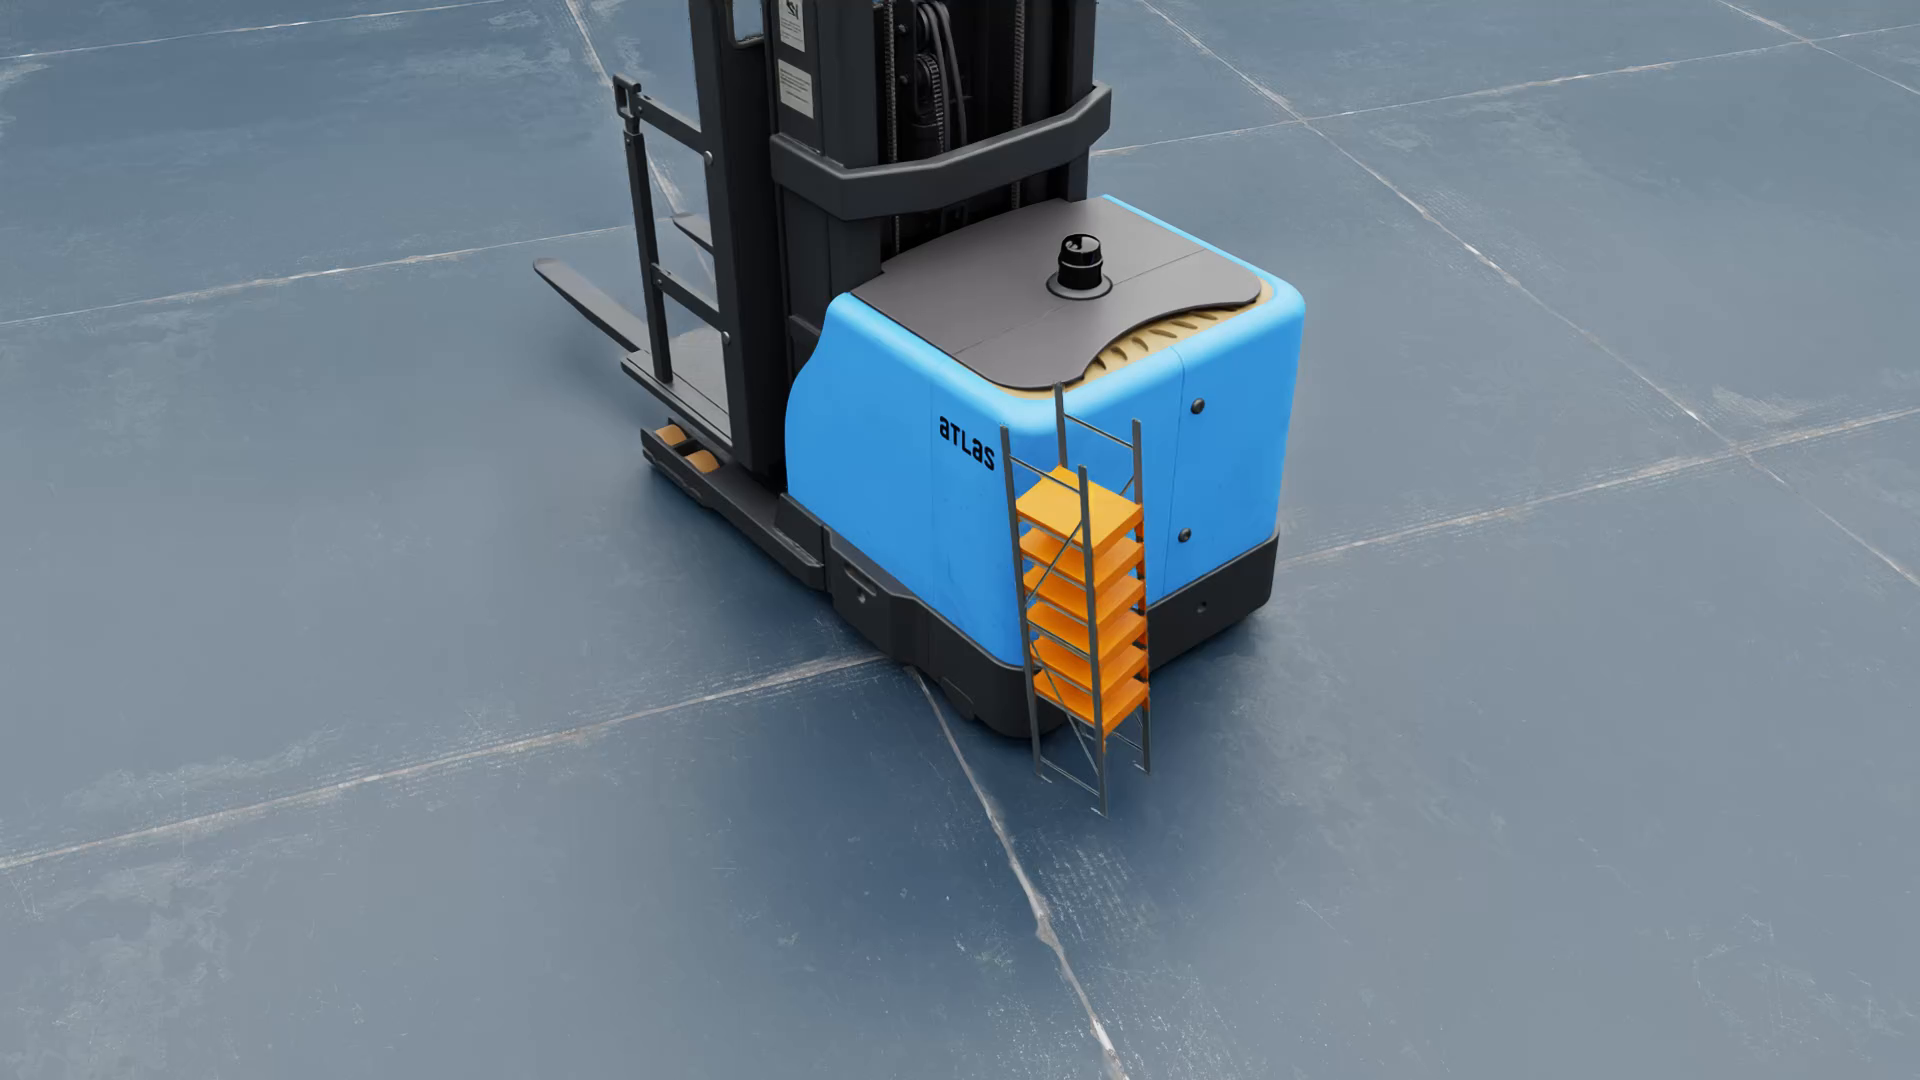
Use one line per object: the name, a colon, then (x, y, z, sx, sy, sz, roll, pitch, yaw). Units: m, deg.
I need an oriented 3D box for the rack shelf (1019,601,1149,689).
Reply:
rack shelf: (0.300, 0.217, 4.024, 0.258, 0.103, 0.180, 29, 54, 33)

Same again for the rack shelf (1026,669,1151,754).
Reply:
rack shelf: (0.323, 0.392, 4.187, 0.258, 0.103, 0.180, 29, 54, 33)

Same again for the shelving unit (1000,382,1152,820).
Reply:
shelving unit: (0.295, 0.185, 3.994, 0.258, 1.200, 0.189, 29, 54, 33)

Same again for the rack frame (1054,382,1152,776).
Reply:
rack frame: (0.357, 0.135, 4.039, 0.240, 1.200, 0.006, 29, 54, 33)

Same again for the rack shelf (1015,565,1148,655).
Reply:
rack shelf: (0.288, 0.130, 3.943, 0.258, 0.103, 0.180, 29, 54, 33)

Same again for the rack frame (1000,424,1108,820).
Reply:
rack frame: (0.234, 0.236, 3.949, 0.240, 1.200, 0.006, 29, 54, 33)

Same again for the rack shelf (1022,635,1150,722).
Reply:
rack shelf: (0.311, 0.305, 4.106, 0.258, 0.103, 0.180, 29, 54, 33)

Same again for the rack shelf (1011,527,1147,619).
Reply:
rack shelf: (0.276, 0.043, 3.861, 0.258, 0.103, 0.180, 29, 54, 33)

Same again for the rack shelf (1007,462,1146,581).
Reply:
rack shelf: (0.265, -0.045, 3.780, 0.258, 0.103, 0.180, 29, 54, 33)

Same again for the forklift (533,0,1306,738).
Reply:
forklift: (-0.399, -1.465, 4.758, 1.130, 2.935, 3.031, -26, 44, -30)
